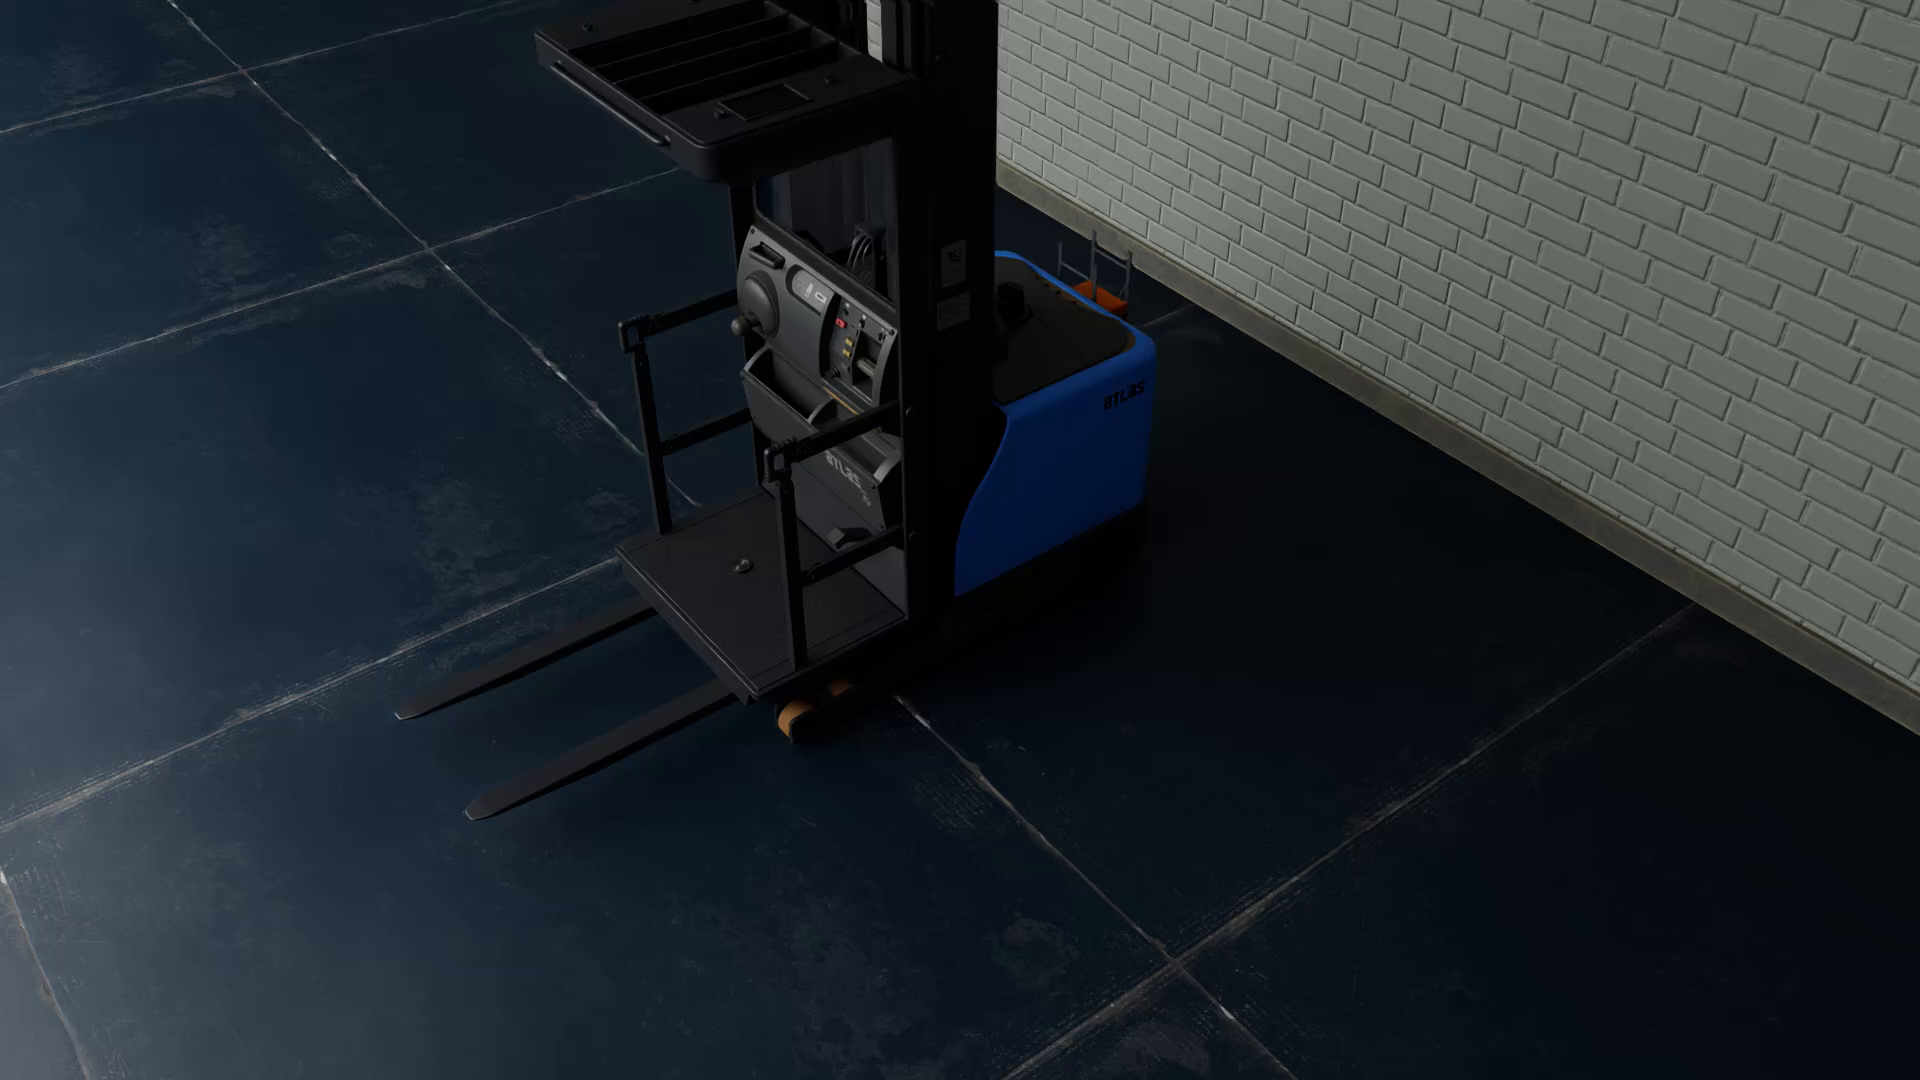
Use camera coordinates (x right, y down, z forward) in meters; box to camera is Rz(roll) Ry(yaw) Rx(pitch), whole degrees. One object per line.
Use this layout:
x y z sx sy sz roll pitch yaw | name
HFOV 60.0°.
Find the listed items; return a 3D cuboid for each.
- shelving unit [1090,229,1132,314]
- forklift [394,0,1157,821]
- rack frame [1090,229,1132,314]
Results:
0.557 -0.736 7.202 0.184 1.200 0.258 -26 46 -28 | shelving unit
-0.686 -0.697 5.894 3.031 2.797 1.129 -26 46 -28 | forklift
0.628 -0.771 7.244 0.006 1.200 0.240 -26 46 -28 | rack frame
